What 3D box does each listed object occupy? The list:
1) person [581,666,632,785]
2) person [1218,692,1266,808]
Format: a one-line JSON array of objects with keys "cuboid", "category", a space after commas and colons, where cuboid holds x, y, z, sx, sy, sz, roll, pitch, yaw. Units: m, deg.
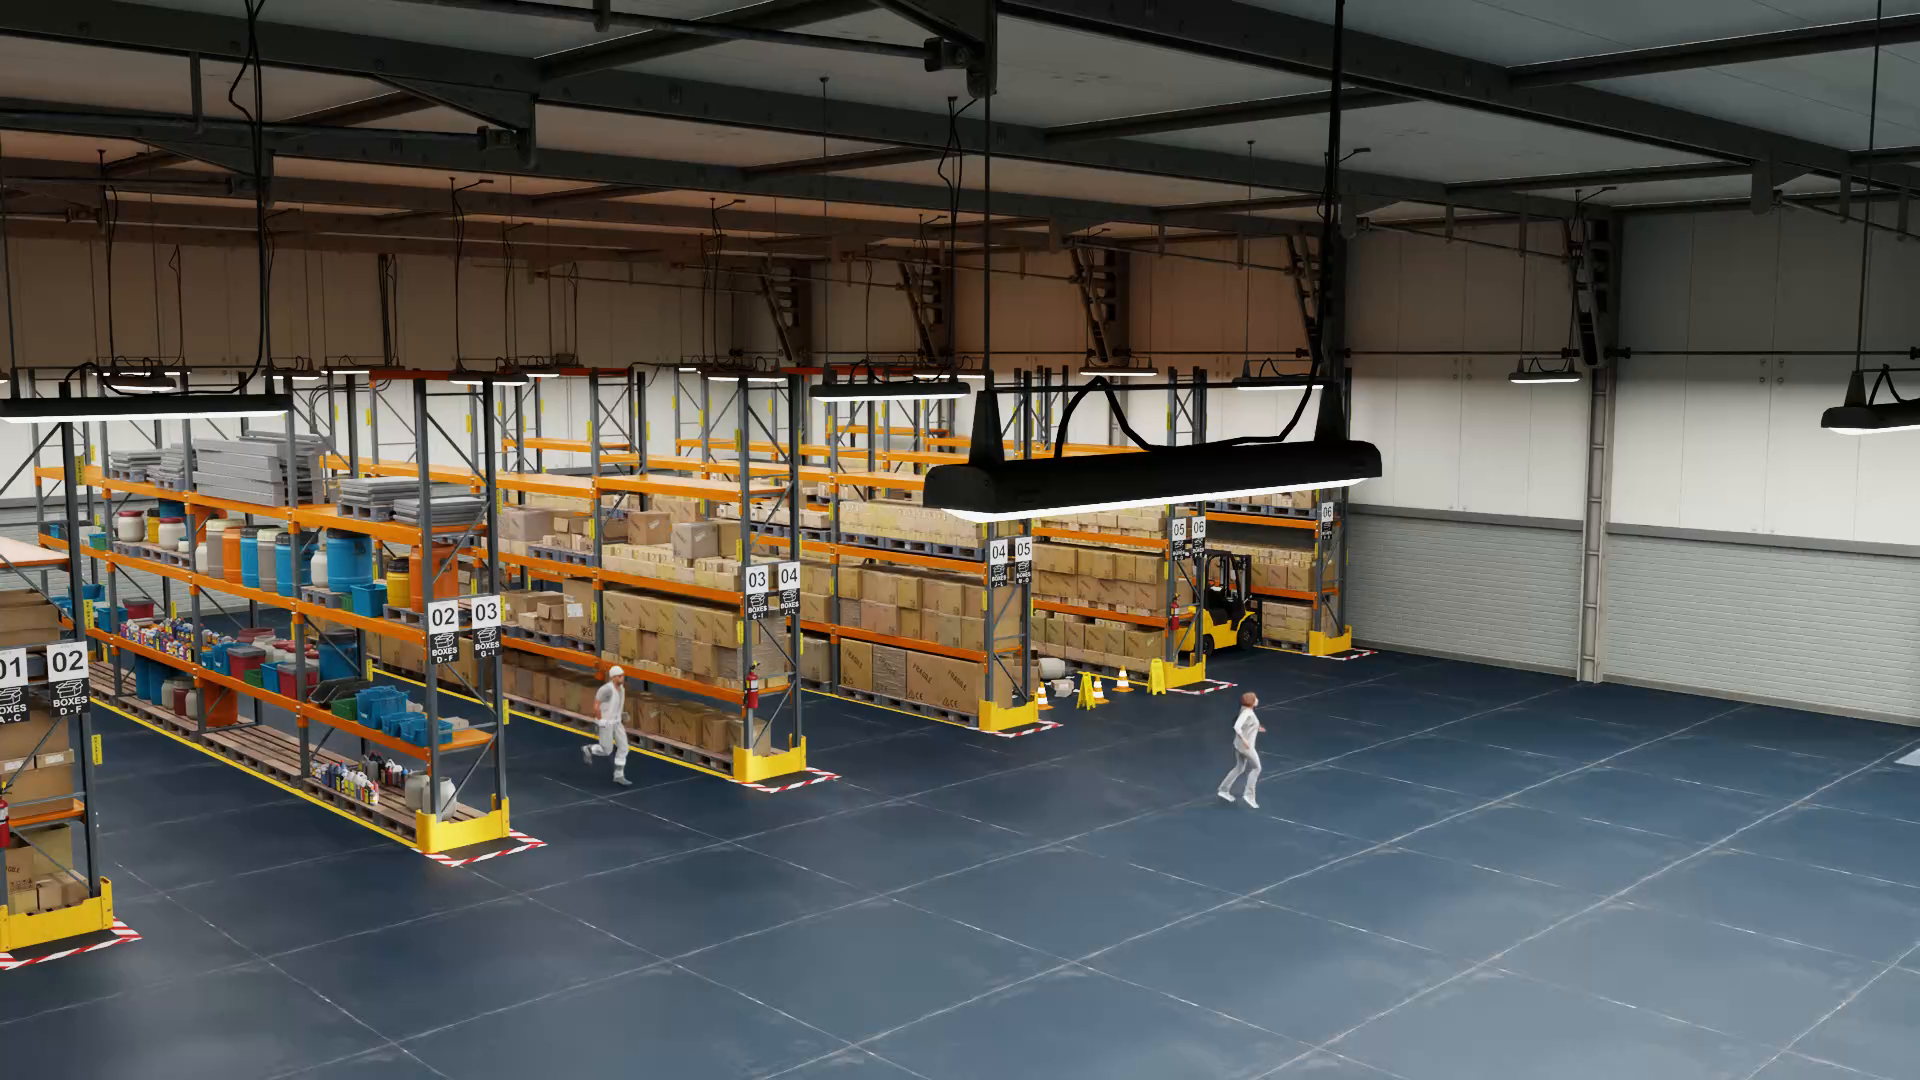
[{"cuboid": [-5.214, 2.715, 24.565, 0.895, 1.759, 0.662, 3, 7, 27], "category": "person"}, {"cuboid": [3.948, 2.933, 23.261, 0.671, 1.655, 0.547, 0, 6, -2], "category": "person"}]
